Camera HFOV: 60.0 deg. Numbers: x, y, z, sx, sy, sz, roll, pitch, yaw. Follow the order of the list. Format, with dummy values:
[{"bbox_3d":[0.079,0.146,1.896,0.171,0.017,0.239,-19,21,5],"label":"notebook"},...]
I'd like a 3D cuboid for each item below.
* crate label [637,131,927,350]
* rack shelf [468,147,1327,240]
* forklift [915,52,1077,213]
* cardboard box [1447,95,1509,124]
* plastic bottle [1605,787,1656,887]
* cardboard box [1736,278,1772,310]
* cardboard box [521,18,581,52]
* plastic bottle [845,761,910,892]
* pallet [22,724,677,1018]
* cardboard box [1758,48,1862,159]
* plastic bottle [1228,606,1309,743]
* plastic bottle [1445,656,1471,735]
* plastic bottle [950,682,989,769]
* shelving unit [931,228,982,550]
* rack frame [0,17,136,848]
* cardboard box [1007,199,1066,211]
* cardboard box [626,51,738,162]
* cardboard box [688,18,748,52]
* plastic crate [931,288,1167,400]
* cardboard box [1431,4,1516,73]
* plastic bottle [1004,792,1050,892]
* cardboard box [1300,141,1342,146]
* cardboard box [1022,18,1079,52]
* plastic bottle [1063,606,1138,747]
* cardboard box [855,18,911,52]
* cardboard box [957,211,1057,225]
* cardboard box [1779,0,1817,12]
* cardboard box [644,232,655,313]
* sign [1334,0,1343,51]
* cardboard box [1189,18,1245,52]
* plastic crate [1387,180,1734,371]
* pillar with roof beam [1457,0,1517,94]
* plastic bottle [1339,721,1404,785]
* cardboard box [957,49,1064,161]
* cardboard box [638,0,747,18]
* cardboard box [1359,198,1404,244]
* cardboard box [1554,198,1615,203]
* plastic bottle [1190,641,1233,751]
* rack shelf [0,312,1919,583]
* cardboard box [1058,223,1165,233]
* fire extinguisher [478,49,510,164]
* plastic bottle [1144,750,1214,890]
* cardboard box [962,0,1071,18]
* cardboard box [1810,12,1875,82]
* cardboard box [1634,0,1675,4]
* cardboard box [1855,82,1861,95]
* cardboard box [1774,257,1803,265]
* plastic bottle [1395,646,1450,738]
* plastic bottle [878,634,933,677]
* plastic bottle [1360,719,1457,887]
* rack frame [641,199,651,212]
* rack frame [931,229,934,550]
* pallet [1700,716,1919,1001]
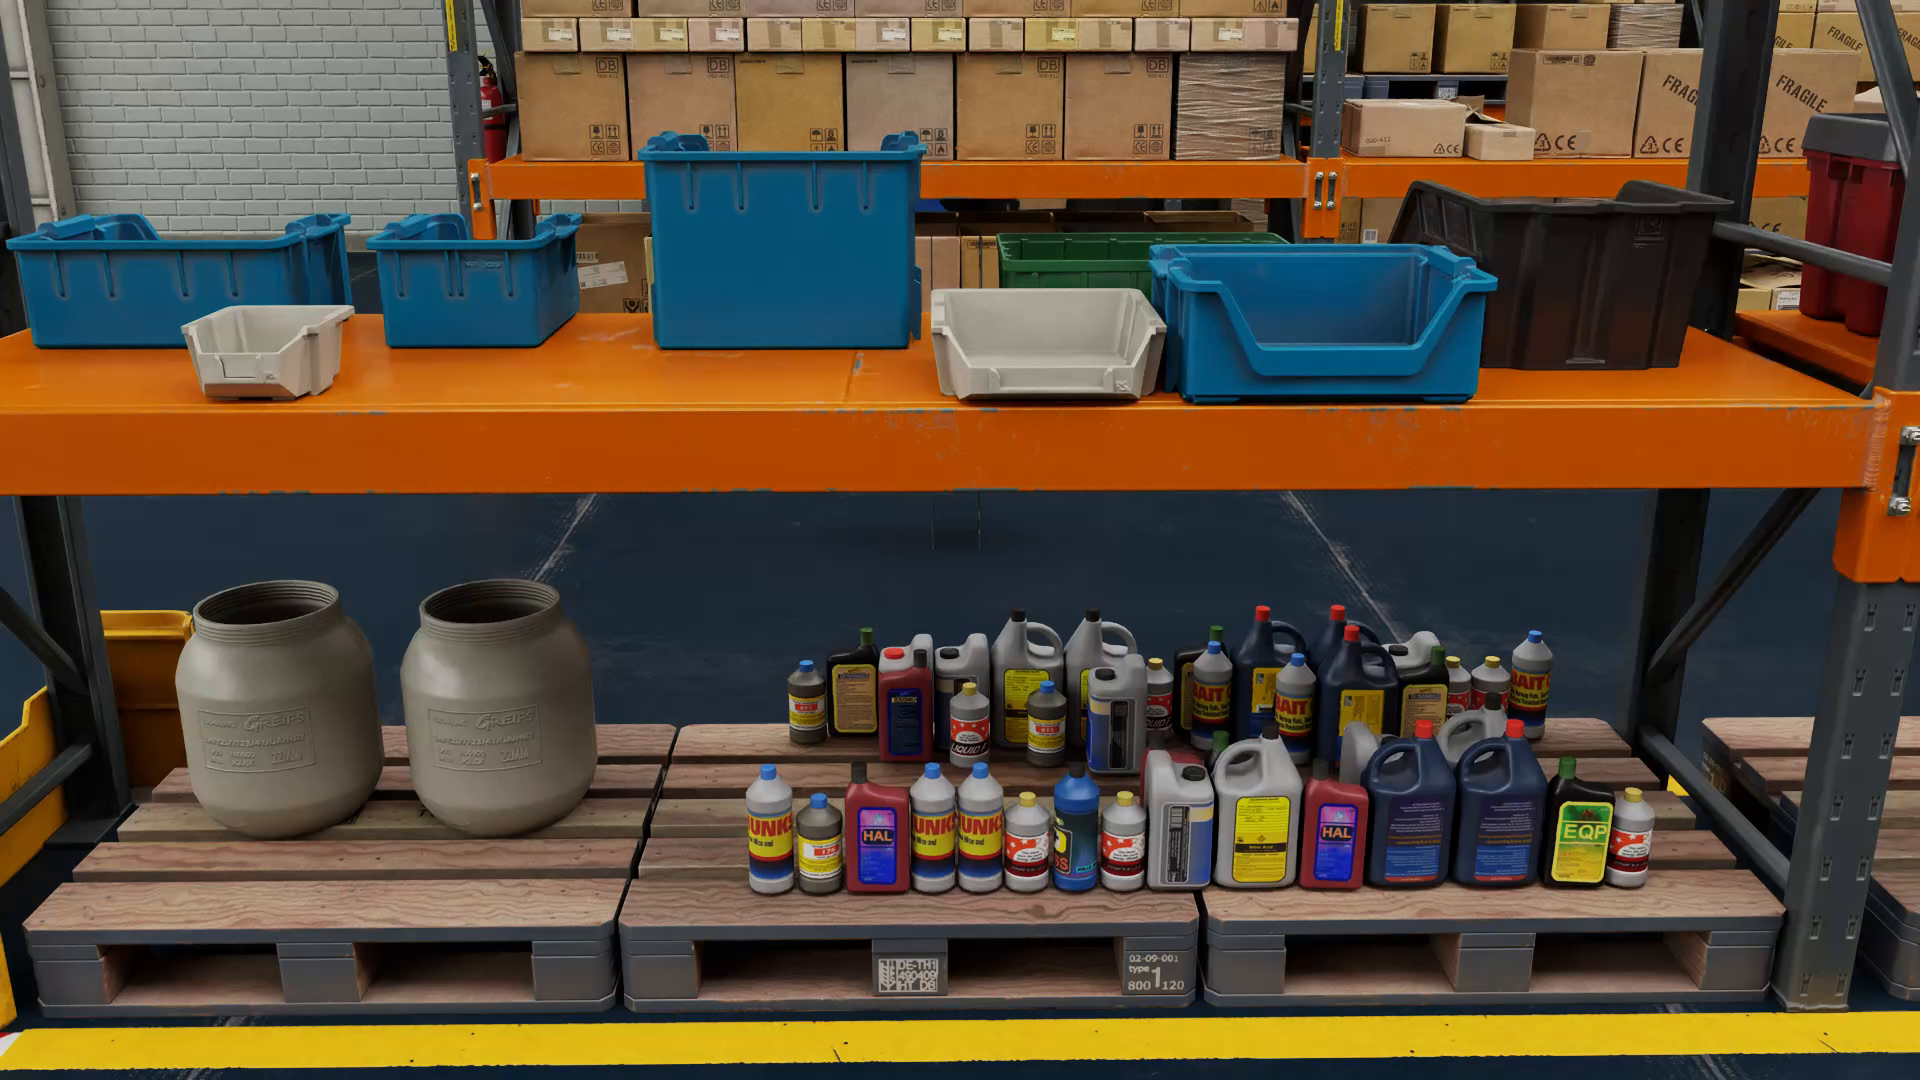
[{"bbox_3d":[-0.382,-0.683,3.707,0.616,0.435,0.502,0,18,-1],"label":"crate label"},{"bbox_3d":[-0.292,-1.754,8.283,4.000,0.370,1.077,0,18,-1],"label":"rack shelf"},{"bbox_3d":[0.292,-2.862,10.670,3.031,2.935,1.130,-6,19,-18],"label":"forklift"},{"bbox_3d":[2.584,-2.103,8.412,0.258,0.266,0.396,-1,18,-2],"label":"cardboard box"},{"bbox_3d":[1.424,0.626,3.545,0.097,0.201,0.097,0,18,0],"label":"plastic bottle"},{"bbox_3d":[3.662,-1.198,8.267,0.500,0.311,0.500,0,18,1],"label":"cardboard box"},{"bbox_3d":[-1.896,-2.380,7.830,0.250,0.149,0.380,0,18,-1],"label":"cardboard box"},{"bbox_3d":[-0.173,0.601,3.491,0.133,0.283,0.061,0,18,0],"label":"plastic bottle"},{"bbox_3d":[-1.330,0.736,3.906,1.213,0.211,1.003,0,18,-1],"label":"pallet"},{"bbox_3d":[4.029,-2.160,8.207,0.500,0.500,0.500,-1,18,-4],"label":"cardboard box"},{"bbox_3d":[0.779,0.336,4.205,0.185,0.351,0.144,-1,18,-3],"label":"plastic bottle"},{"bbox_3d":[1.253,0.398,4.257,0.097,0.201,0.097,0,18,0],"label":"plastic bottle"},{"bbox_3d":[0.024,0.450,4.094,0.097,0.201,0.097,0,18,0],"label":"plastic bottle"},{"bbox_3d":[-0.014,-0.571,6.364,0.189,1.200,0.258,0,18,-1],"label":"shelving unit"},{"bbox_3d":[-2.218,-0.574,3.427,0.127,3.000,1.000,0,18,-1],"label":"rack frame"},{"bbox_3d":[0.588,-2.621,13.181,0.500,0.500,0.500,-2,18,-5],"label":"cardboard box"},{"bbox_3d":[-1.300,-2.137,8.135,0.500,0.500,0.700,0,18,1],"label":"cardboard box"},{"bbox_3d":[-1.131,-2.383,7.840,0.250,0.149,0.380,-1,18,-2],"label":"cardboard box"},{"bbox_3d":[0.162,-0.383,3.262,0.437,0.136,0.530,0,18,-1],"label":"plastic crate"},{"bbox_3d":[3.910,-3.878,12.841,0.500,0.500,0.700,0,18,-1],"label":"cardboard box"},{"bbox_3d":[0.142,0.633,3.526,0.097,0.201,0.097,0,18,0],"label":"plastic bottle"},{"bbox_3d":[2.801,-3.007,13.156,0.500,0.250,0.500,-1,18,-2],"label":"cardboard box"},{"bbox_3d":[0.421,-2.392,7.867,0.250,0.149,0.380,0,18,-1],"label":"cardboard box"},{"bbox_3d":[0.354,0.338,4.198,0.185,0.351,0.144,0,18,-1],"label":"plastic bottle"},{"bbox_3d":[-0.359,-2.387,7.852,0.250,0.149,0.380,0,18,0],"label":"cardboard box"},{"bbox_3d":[0.239,-1.443,8.721,0.500,0.500,0.500,0,18,-1],"label":"cardboard box"},{"bbox_3d":[6.112,-4.118,12.563,0.500,0.250,0.500,0,18,0],"label":"cardboard box"},{"bbox_3d":[-1.253,-1.273,8.190,0.500,0.500,0.500,0,18,-1],"label":"cardboard box"},{"bbox_3d":[1.718,-2.387,7.531,0.005,0.325,0.100,0,18,-1],"label":"sign"},{"bbox_3d":[1.192,-2.396,7.879,0.250,0.149,0.380,-1,18,-2],"label":"cardboard box"},{"bbox_3d":[1.256,-0.600,3.610,0.504,0.338,0.767,0,18,-1],"label":"plastic crate"},{"bbox_3d":[4.379,-5.438,8.769,0.400,9.000,9.100,0,18,-1],"label":"pillar with roof beam"},{"bbox_3d":[0.923,0.541,3.690,0.135,0.276,0.152,0,18,-1],"label":"plastic bottle"},{"bbox_3d":[0.235,-2.144,8.157,0.500,0.500,0.700,0,18,0],"label":"cardboard box"},{"bbox_3d":[-1.246,-2.755,7.938,0.500,0.500,0.700,-1,18,-2],"label":"cardboard box"},{"bbox_3d":[3.388,-2.655,13.286,0.500,0.500,0.700,0,18,0],"label":"cardboard box"},{"bbox_3d":[4.906,-2.638,13.234,0.500,0.500,0.700,0,18,0],"label":"cardboard box"},{"bbox_3d":[0.633,0.386,4.179,0.097,0.271,0.097,0,18,0],"label":"plastic bottle"},{"bbox_3d":[-0.218,-0.241,3.567,4.000,0.370,1.077,0,18,-1],"label":"rack shelf"},{"bbox_3d":[0.747,-1.286,8.233,0.500,0.500,0.500,0,18,-1],"label":"cardboard box"},{"bbox_3d":[-2.418,-2.192,8.596,0.183,0.674,0.296,0,18,-1],"label":"fire extinguisher"},{"bbox_3d":[0.465,0.587,3.546,0.135,0.276,0.152,0,18,0],"label":"plastic bottle"},{"bbox_3d":[0.258,-2.763,7.962,0.500,0.500,0.700,0,18,-1],"label":"cardboard box"},{"bbox_3d":[6.638,-3.761,12.679,0.500,0.500,0.500,0,18,1],"label":"cardboard box"},{"bbox_3d":[5.280,-4.194,12.764,0.250,0.149,0.380,-3,18,-8],"label":"cardboard box"},{"bbox_3d":[6.726,-3.472,12.840,0.250,0.149,0.380,0,18,-1],"label":"cardboard box"},{"bbox_3d":[4.653,-1.366,8.789,0.500,0.311,0.500,-1,18,-2],"label":"cardboard box"},{"bbox_3d":[1.136,0.400,4.115,0.133,0.283,0.061,0,18,-1],"label":"plastic bottle"},{"bbox_3d":[-0.136,0.378,4.199,0.135,0.276,0.152,0,18,0],"label":"plastic bottle"},{"bbox_3d":[0.951,0.550,3.538,0.185,0.351,0.144,-1,18,-4],"label":"plastic bottle"},{"bbox_3d":[-2.374,-3.600,12.860,0.127,3.000,1.000,0,18,-1],"label":"rack frame"},{"bbox_3d":[-0.106,-0.571,6.363,0.006,1.200,0.240,0,18,-1],"label":"rack frame"},{"bbox_3d":[2.566,0.719,3.962,1.213,0.211,1.003,0,18,-1],"label":"pallet"}]
